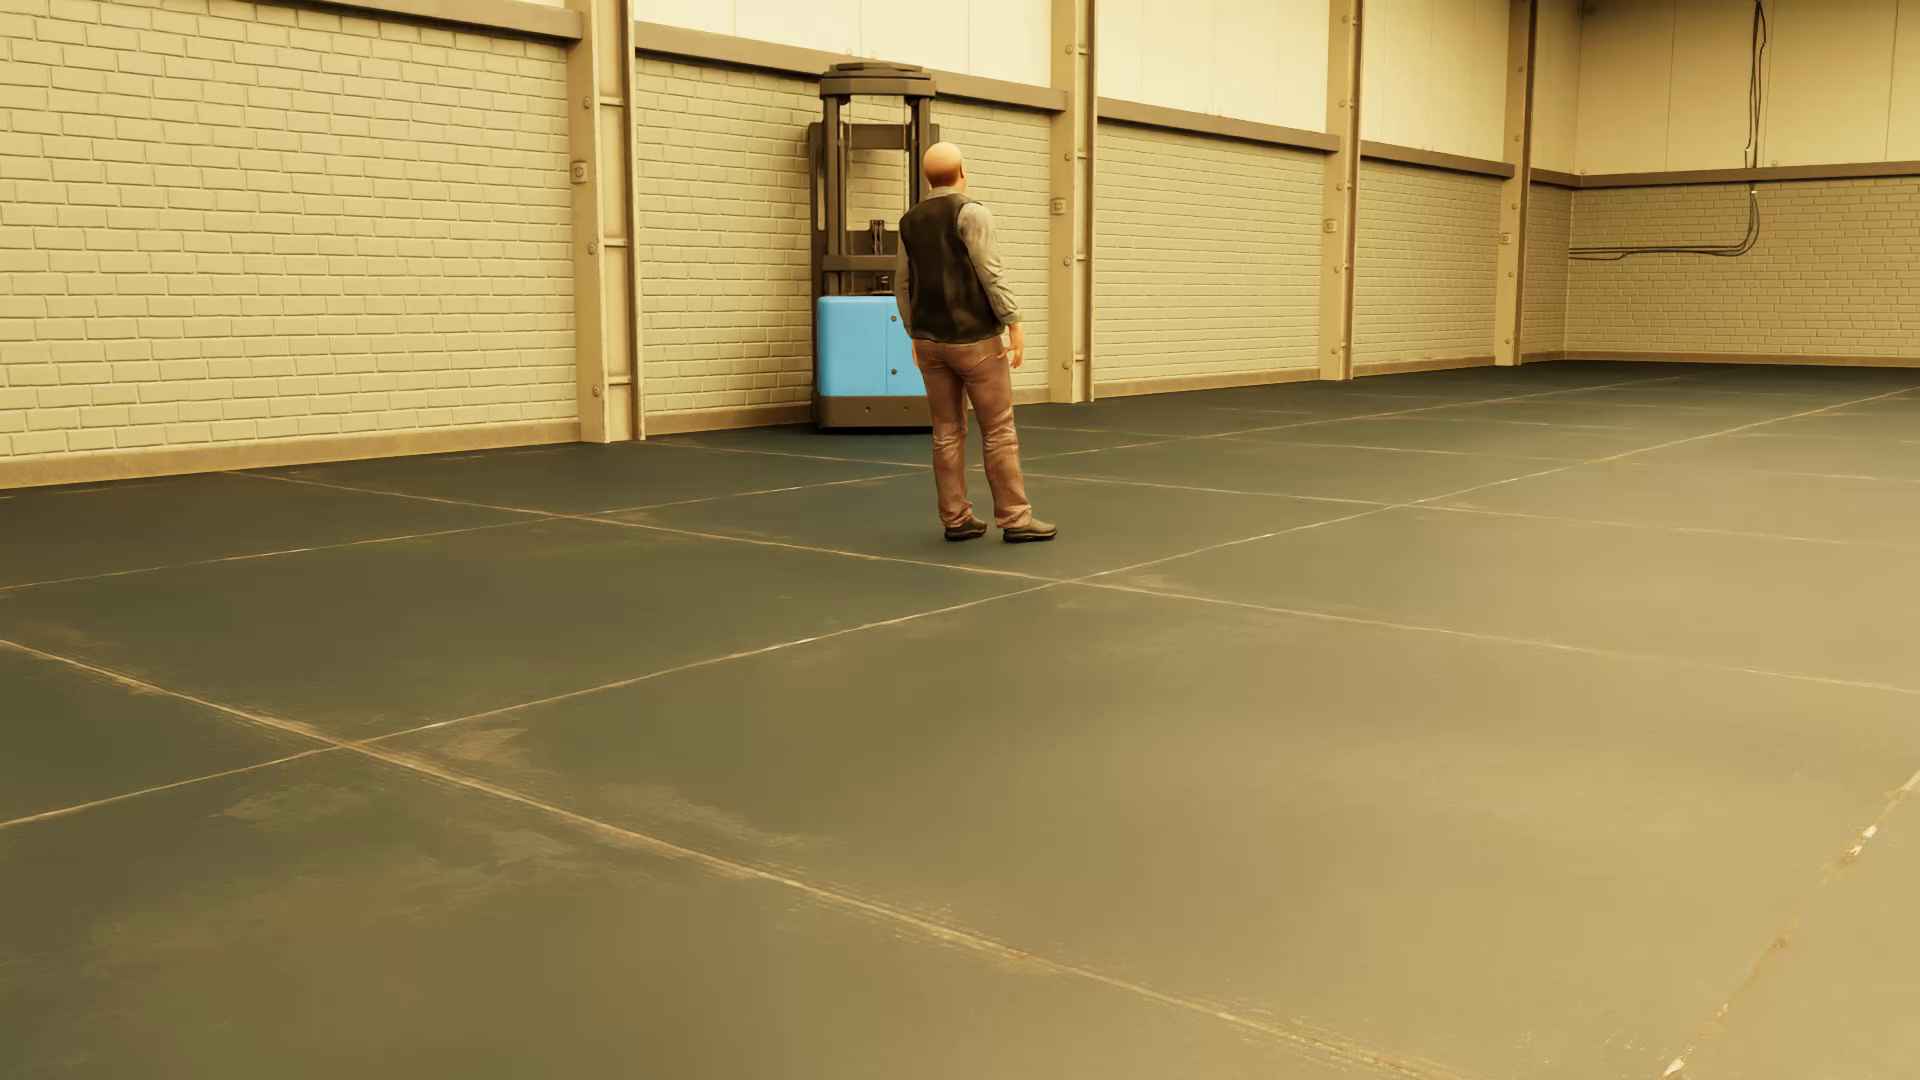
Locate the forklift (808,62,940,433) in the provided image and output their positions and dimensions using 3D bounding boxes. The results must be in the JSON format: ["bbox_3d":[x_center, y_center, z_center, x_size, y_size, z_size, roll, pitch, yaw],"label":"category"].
[{"bbox_3d":[-0.738,-2.476,14.202,1.130,2.935,3.031,-1,8,-6],"label":"forklift"}]

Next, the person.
[{"bbox_3d":[0.045,-0.865,7.322,0.632,1.720,0.568,7,11,38],"label":"person"}]
